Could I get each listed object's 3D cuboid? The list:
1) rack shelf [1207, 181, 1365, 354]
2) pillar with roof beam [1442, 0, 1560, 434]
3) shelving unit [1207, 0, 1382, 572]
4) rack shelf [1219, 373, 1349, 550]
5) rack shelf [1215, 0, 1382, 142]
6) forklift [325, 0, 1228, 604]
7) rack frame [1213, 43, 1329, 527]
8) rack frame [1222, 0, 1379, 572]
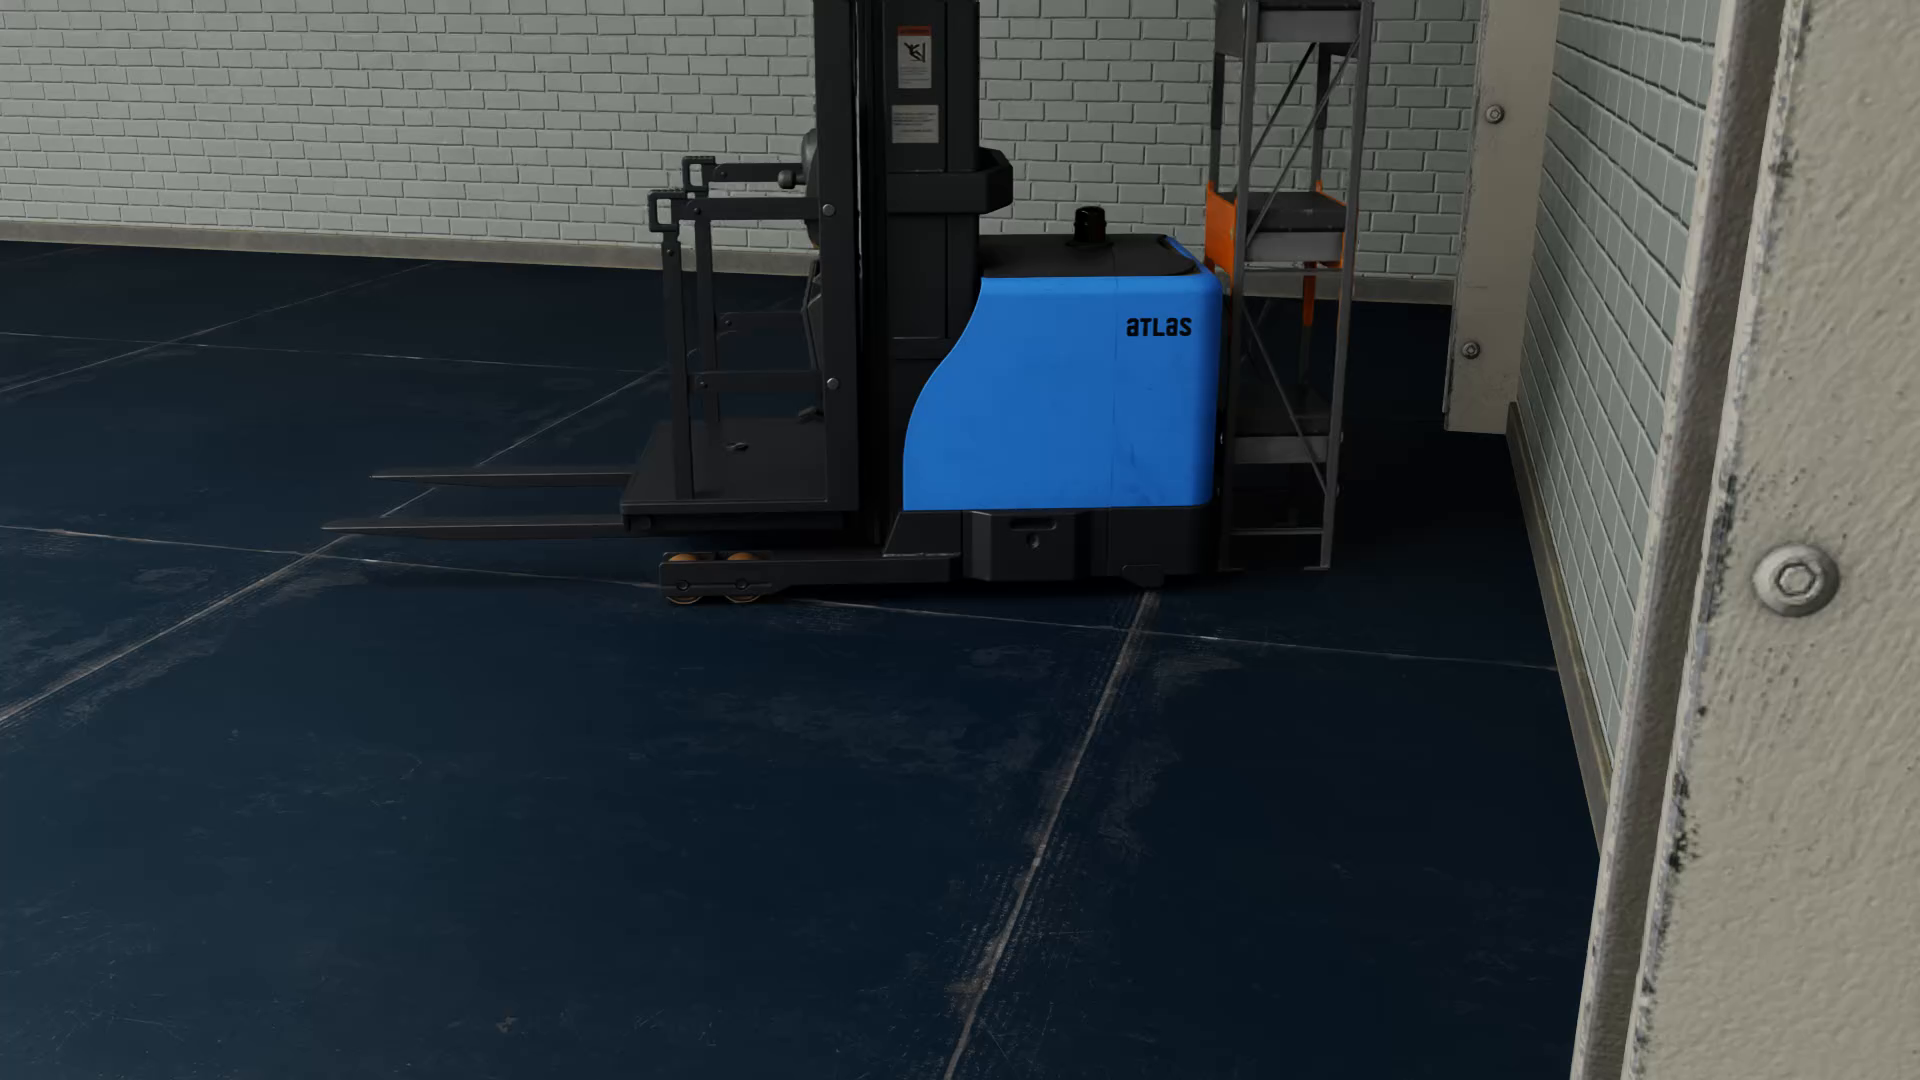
[{"bbox_3d":[1.112,-0.952,5.770,0.431,0.518,0.480,-1,19,-3],"label":"rack shelf"},{"bbox_3d":[-1.743,-5.154,7.355,9.100,9.000,0.400,5,19,13],"label":"pillar with roof beam"},{"bbox_3d":[1.112,-0.965,5.765,0.431,2.100,0.503,-1,19,-3],"label":"shelving unit"},{"bbox_3d":[1.112,-0.290,5.996,0.431,0.518,0.480,-1,19,-3],"label":"rack shelf"},{"bbox_3d":[1.112,-1.615,5.543,0.431,0.518,0.480,-1,19,-3],"label":"rack shelf"},{"bbox_3d":[-0.649,-1.347,5.598,3.031,2.935,1.130,-1,19,-3],"label":"forklift"},{"bbox_3d":[1.100,-1.044,5.996,0.400,2.100,0.015,-1,19,-3],"label":"rack frame"},{"bbox_3d":[1.125,-0.887,5.535,0.400,2.100,0.015,-1,19,-3],"label":"rack frame"}]
